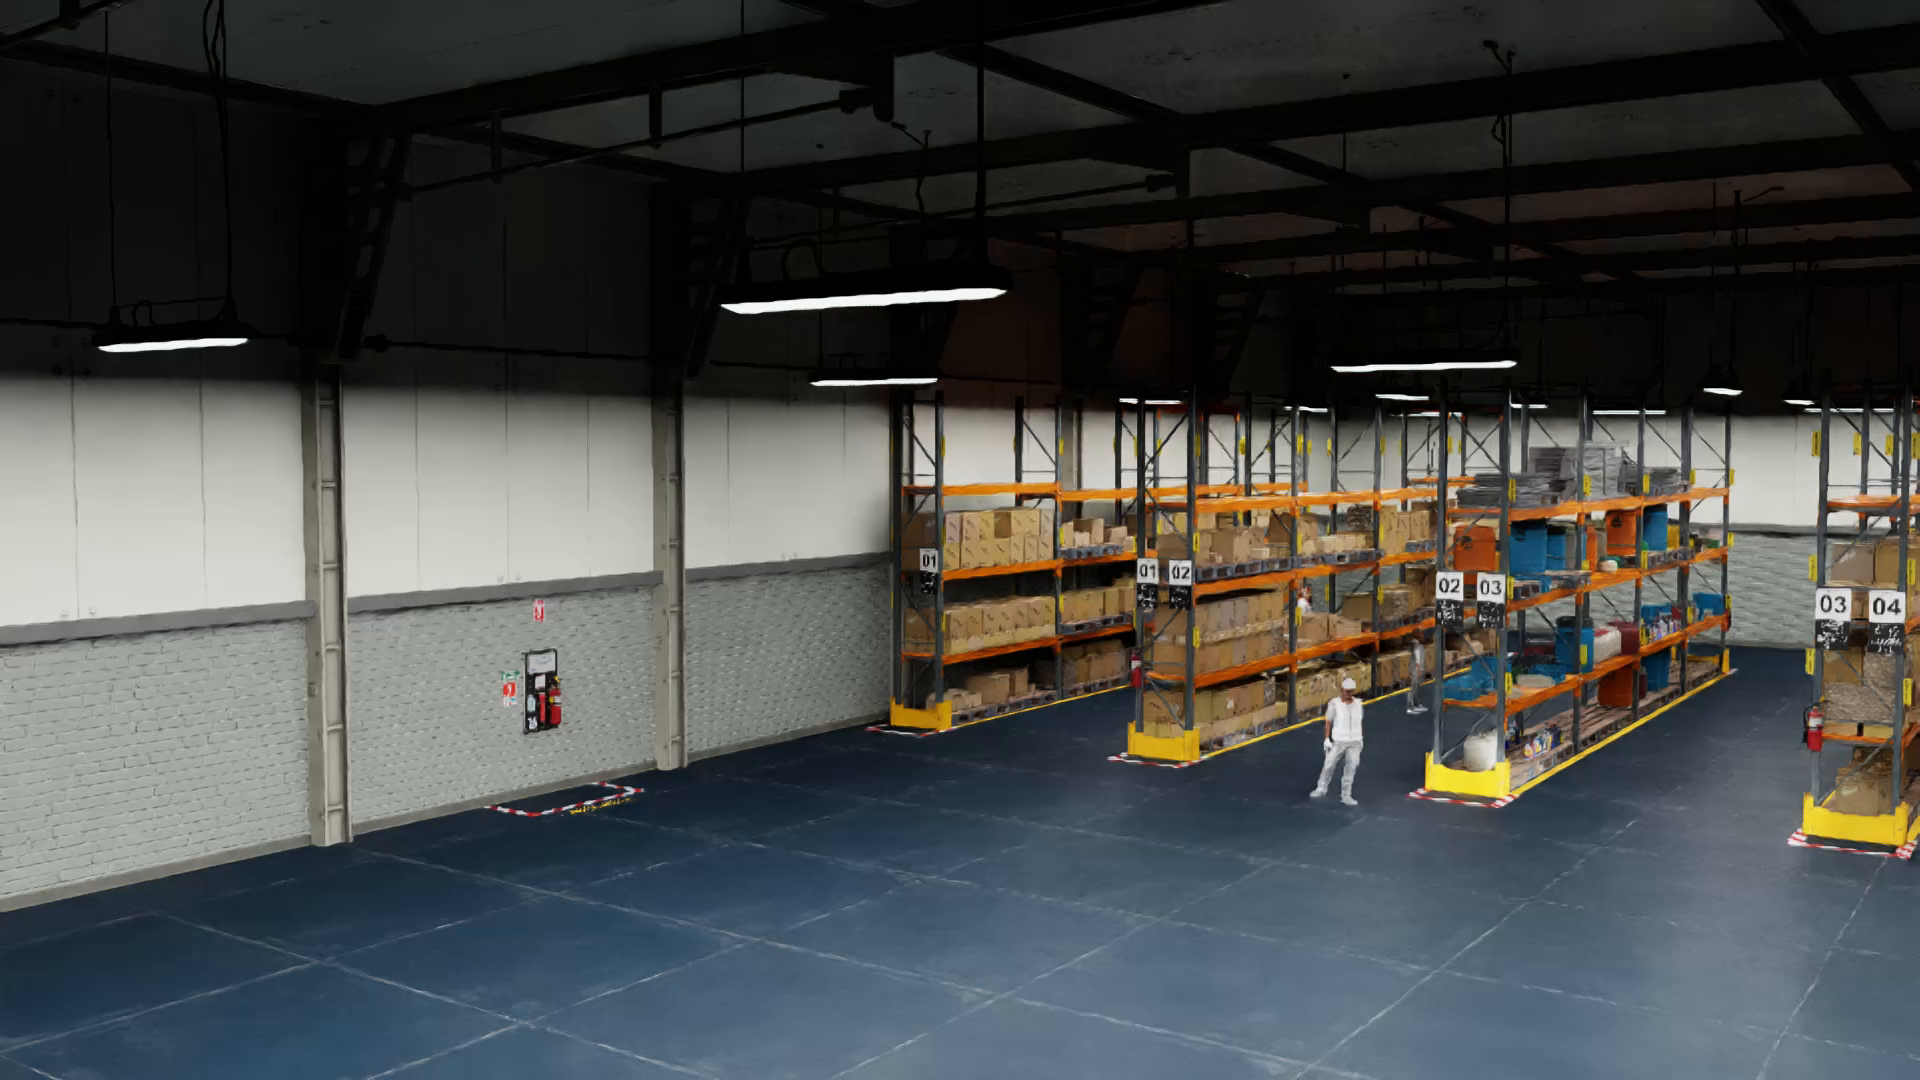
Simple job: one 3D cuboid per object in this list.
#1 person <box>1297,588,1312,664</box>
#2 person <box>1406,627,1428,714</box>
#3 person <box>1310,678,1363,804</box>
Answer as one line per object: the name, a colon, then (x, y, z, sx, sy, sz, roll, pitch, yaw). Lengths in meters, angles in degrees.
person: (7.812, 1.977, 37.569, 0.525, 1.785, 0.646, 1, 3, 12)
person: (8.583, 2.486, 31.163, 0.420, 1.499, 0.487, 1, 3, 10)
person: (5.298, 2.801, 23.295, 0.735, 1.773, 0.526, 0, 3, -5)
